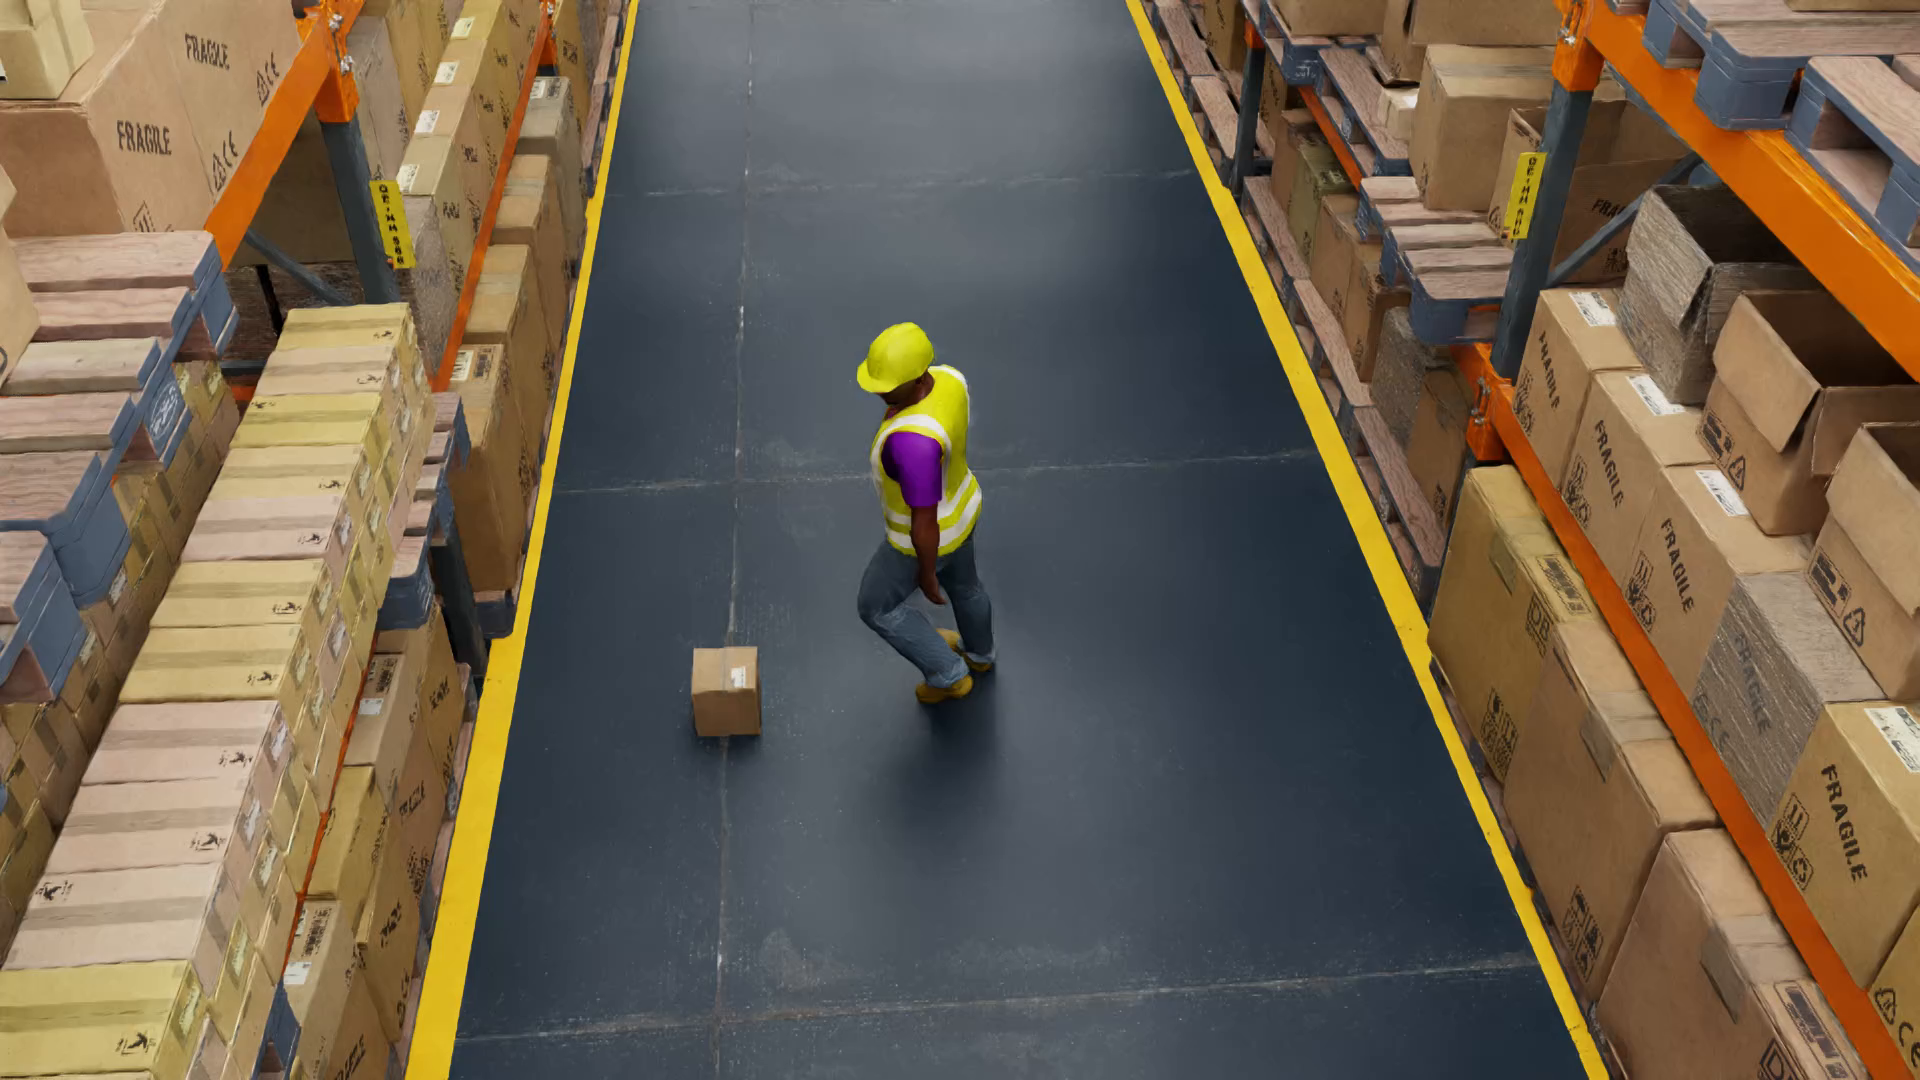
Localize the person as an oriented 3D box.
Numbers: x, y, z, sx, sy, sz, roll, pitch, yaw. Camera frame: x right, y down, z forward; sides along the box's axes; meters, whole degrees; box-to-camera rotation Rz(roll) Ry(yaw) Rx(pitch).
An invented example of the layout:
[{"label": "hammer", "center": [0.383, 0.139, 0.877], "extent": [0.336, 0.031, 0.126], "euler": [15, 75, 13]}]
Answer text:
[{"label": "person", "center": [-0.127, -0.092, 6.250], "extent": [0.484, 1.748, 0.671], "euler": [14, 41, 17]}]
